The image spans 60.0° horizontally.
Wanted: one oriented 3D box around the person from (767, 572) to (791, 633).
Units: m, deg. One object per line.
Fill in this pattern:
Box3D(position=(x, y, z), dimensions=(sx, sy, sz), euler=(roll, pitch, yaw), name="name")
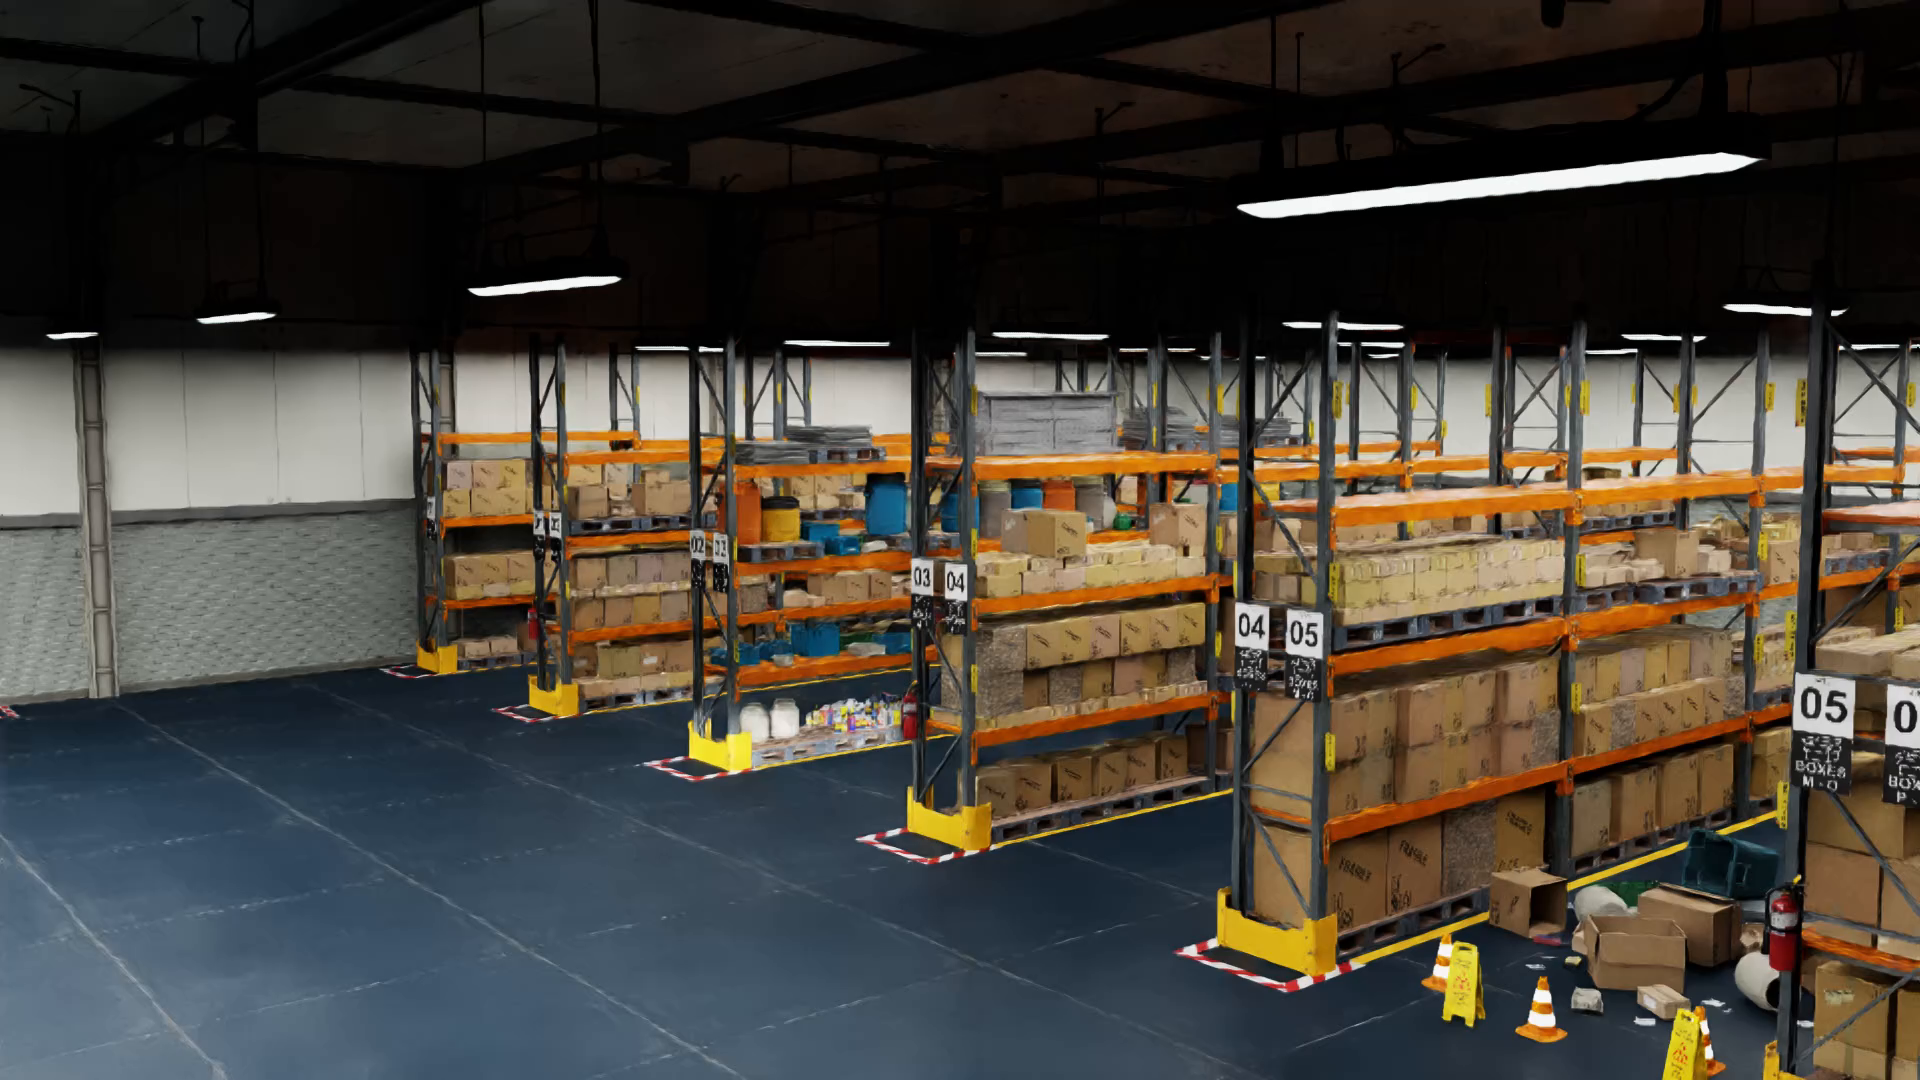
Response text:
Box3D(position=(-3.678, 1.333, 33.094), dimensions=(1.036, 1.517, 0.417), euler=(-4, 7, -37), name="person")
